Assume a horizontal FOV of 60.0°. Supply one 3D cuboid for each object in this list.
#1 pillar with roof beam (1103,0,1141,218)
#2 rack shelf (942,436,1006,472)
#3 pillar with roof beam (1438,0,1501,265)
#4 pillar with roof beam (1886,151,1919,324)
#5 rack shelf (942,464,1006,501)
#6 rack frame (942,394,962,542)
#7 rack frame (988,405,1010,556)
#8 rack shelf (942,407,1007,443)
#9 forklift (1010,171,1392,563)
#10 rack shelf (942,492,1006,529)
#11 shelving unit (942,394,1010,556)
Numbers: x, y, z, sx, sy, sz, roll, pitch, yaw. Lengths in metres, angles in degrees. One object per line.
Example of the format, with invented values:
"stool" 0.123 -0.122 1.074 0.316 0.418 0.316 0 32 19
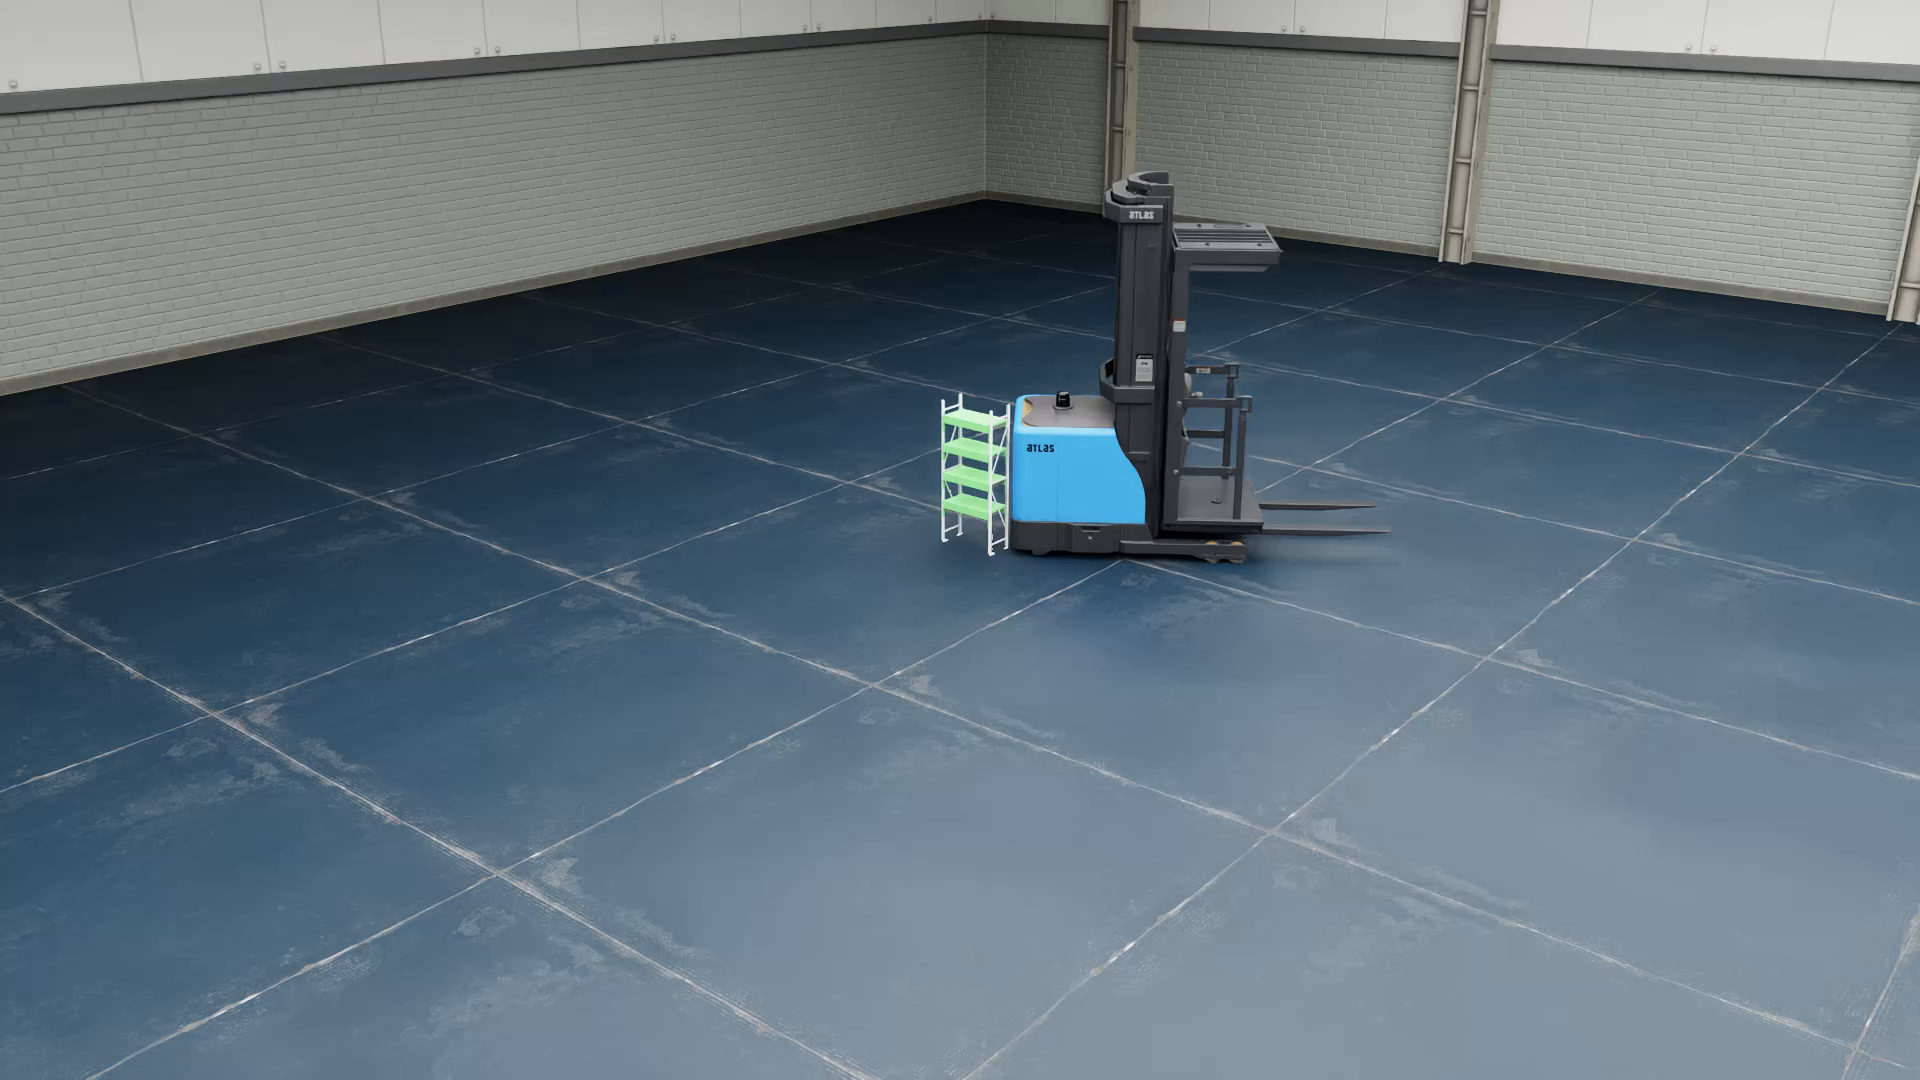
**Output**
"pillar with roof beam" -0.047 -8.494 23.439 0.400 9.000 9.100 16 26 36
"rack shelf" 0.122 -0.690 13.297 0.480 0.148 0.258 16 26 36
"pillar with roof beam" 4.602 -7.155 19.889 0.400 9.000 9.100 16 26 36
"pillar with roof beam" 9.250 -5.817 16.340 0.400 9.000 9.100 16 26 36
"rack shelf" 0.121 -0.466 13.381 0.480 0.148 0.258 16 26 36
"rack frame" -0.067 -0.580 13.503 0.015 1.200 0.240 16 26 36
"rack frame" 0.310 -0.470 13.214 0.015 1.200 0.240 16 26 36
"rack shelf" 0.123 -0.915 13.212 0.480 0.148 0.258 16 26 36
"forklift" 1.940 -1.381 13.176 3.031 2.935 1.130 1 21 3
"rack shelf" 0.120 -0.241 13.465 0.480 0.148 0.258 16 26 36
"shelving unit" 0.121 -0.525 13.359 0.503 1.200 0.258 16 26 36
